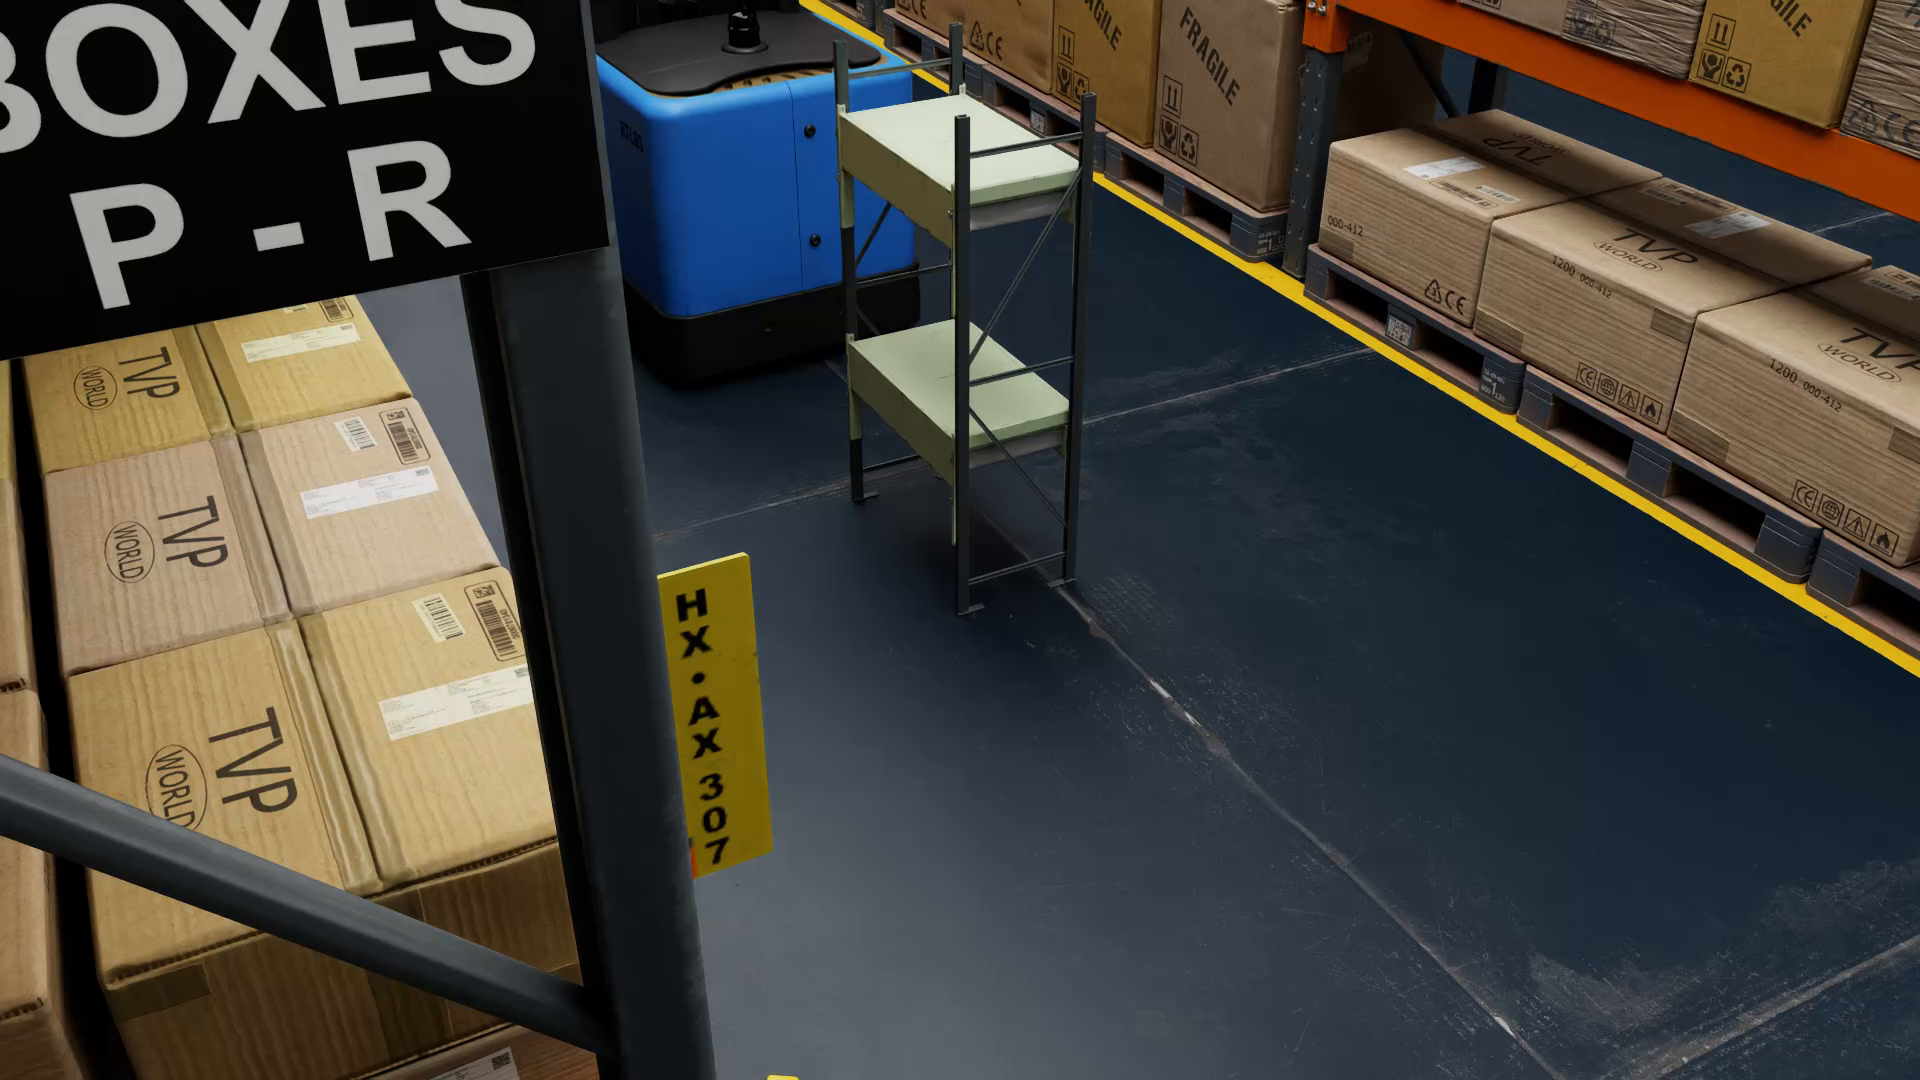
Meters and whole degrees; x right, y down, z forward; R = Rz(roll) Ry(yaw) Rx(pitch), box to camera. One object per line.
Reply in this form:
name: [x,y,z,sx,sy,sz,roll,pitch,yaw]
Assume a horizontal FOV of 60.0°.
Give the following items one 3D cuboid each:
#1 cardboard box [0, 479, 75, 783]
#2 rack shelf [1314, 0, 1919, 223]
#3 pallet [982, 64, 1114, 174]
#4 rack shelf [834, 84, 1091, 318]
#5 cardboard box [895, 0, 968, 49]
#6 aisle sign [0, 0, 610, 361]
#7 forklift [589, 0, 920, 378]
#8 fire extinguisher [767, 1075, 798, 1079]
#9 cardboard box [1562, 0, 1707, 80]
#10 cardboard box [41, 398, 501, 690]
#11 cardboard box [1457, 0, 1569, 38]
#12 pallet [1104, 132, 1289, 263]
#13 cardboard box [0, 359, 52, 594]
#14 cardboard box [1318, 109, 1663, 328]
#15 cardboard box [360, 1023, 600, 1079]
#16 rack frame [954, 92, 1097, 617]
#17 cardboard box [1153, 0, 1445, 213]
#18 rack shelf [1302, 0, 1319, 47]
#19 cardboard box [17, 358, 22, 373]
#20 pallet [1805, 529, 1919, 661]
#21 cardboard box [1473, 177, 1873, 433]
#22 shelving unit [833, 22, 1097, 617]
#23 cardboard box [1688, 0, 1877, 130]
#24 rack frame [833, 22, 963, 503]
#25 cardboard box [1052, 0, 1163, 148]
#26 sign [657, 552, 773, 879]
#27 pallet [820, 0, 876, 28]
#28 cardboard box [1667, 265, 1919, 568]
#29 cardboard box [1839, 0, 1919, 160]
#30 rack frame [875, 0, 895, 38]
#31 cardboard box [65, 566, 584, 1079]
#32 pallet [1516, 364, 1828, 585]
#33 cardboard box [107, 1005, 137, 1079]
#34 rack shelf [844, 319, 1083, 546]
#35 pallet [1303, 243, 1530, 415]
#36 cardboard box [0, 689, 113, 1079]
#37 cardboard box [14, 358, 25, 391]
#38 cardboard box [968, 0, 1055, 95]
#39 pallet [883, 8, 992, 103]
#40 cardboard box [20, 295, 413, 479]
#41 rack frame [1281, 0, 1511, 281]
cardboard box: [-1.385,0.200,2.021,0.500,0.250,0.500,-16,36,-23]
rack shelf: [2.761,-1.241,5.073,1.077,0.370,4.000,-16,36,-23]
pallet: [0.829,-2.256,8.576,1.003,0.211,1.213,-16,36,-23]
rack shelf: [-0.003,-0.963,4.640,0.431,0.370,0.720,-16,36,-23]
cardboard box: [0.212,-3.339,9.261,0.875,0.875,0.875,-16,36,-24]
aisle sign: [-0.405,-0.475,0.801,0.394,0.787,0.004,-16,36,-23]
forklift: [-1.330,-2.585,6.569,1.130,2.935,3.031,-17,37,-25]
fire extinguisher: [-0.219,0.804,1.631,0.296,0.674,0.183,-16,36,-23]
cardboard box: [2.273,-1.771,5.140,0.500,0.500,0.500,-16,36,-23]
cardboard box: [-0.905,0.074,2.217,0.500,0.250,0.500,-15,36,-23]
cardboard box: [2.046,-2.009,5.513,0.500,0.500,0.500,-16,36,-23]
pallet: [1.402,-1.674,7.666,1.003,0.211,1.213,-16,36,-23]
cardboard box: [-1.611,-0.038,2.392,0.500,0.250,0.500,-15,35,-22]
cardboard box: [2.026,-1.270,6.437,0.875,0.438,0.875,-16,36,-24]
cardboard box: [-0.607,0.541,1.858,0.380,0.149,0.250,-16,36,-23]
rack frame: [0.168,-0.460,4.578,0.400,1.500,0.023,-16,36,-23]
cardboard box: [1.468,-2.056,7.259,0.875,0.875,0.875,-15,35,-22]
rack shelf: [0.896,-3.150,8.053,1.077,0.370,4.000,-16,36,-23]
cardboard box: [-1.401,-0.406,2.966,0.500,0.250,0.500,-17,36,-24]
pallet: [3.251,0.223,4.707,1.003,0.211,1.213,-16,36,-23]
cardboard box: [2.444,-0.843,5.770,0.875,0.438,0.875,-17,36,-24]
shelving unit: [-0.003,-0.635,4.850,0.431,1.500,0.755,-16,36,-23]
cardboard box: [2.513,-1.525,4.757,0.500,0.500,0.500,-15,35,-22]
rack frame: [-0.174,-0.809,5.123,0.400,1.500,0.023,-16,36,-23]
cardboard box: [1.040,-2.485,7.929,0.875,0.875,0.875,-15,36,-22]
sign: [-0.216,0.160,1.418,0.100,0.325,0.005,-16,36,-23]
pallet: [-0.400,-3.606,10.684,1.003,0.211,1.213,-16,36,-23]
cardboard box: [2.863,-0.412,5.098,0.875,0.438,0.875,-15,36,-22]
cardboard box: [2.765,-1.281,4.377,0.500,0.500,0.500,-15,36,-22]
rack frame: [-0.037,-4.407,9.349,1.000,3.000,0.127,-16,36,-23]
cardboard box: [-0.669,0.314,1.842,0.500,0.250,0.500,-16,36,-23]
pallet: [2.686,-0.359,5.614,1.003,0.211,1.213,-16,36,-23]
cardboard box: [-1.152,0.539,1.860,0.380,0.149,0.250,-15,35,-22]
rack shelf: [-0.003,-0.360,5.026,0.431,0.370,0.720,-16,36,-23]
pallet: [2.114,-0.942,6.524,1.003,0.211,1.213,-16,36,-23]
cardboard box: [-1.145,0.446,1.637,0.500,0.250,0.500,-15,36,-22]
cardboard box: [-1.855,-0.288,2.782,0.500,0.250,0.500,-16,36,-23]
cardboard box: [0.624,-2.912,8.595,0.875,0.875,0.875,-15,36,-23]
pallet: [0.264,-2.838,9.484,1.003,0.211,1.213,-16,36,-23]
cardboard box: [-1.144,-0.167,2.594,0.500,0.250,0.500,-17,36,-24]
rack frame: [1.828,-2.498,6.369,1.000,3.000,0.127,-16,36,-23]
